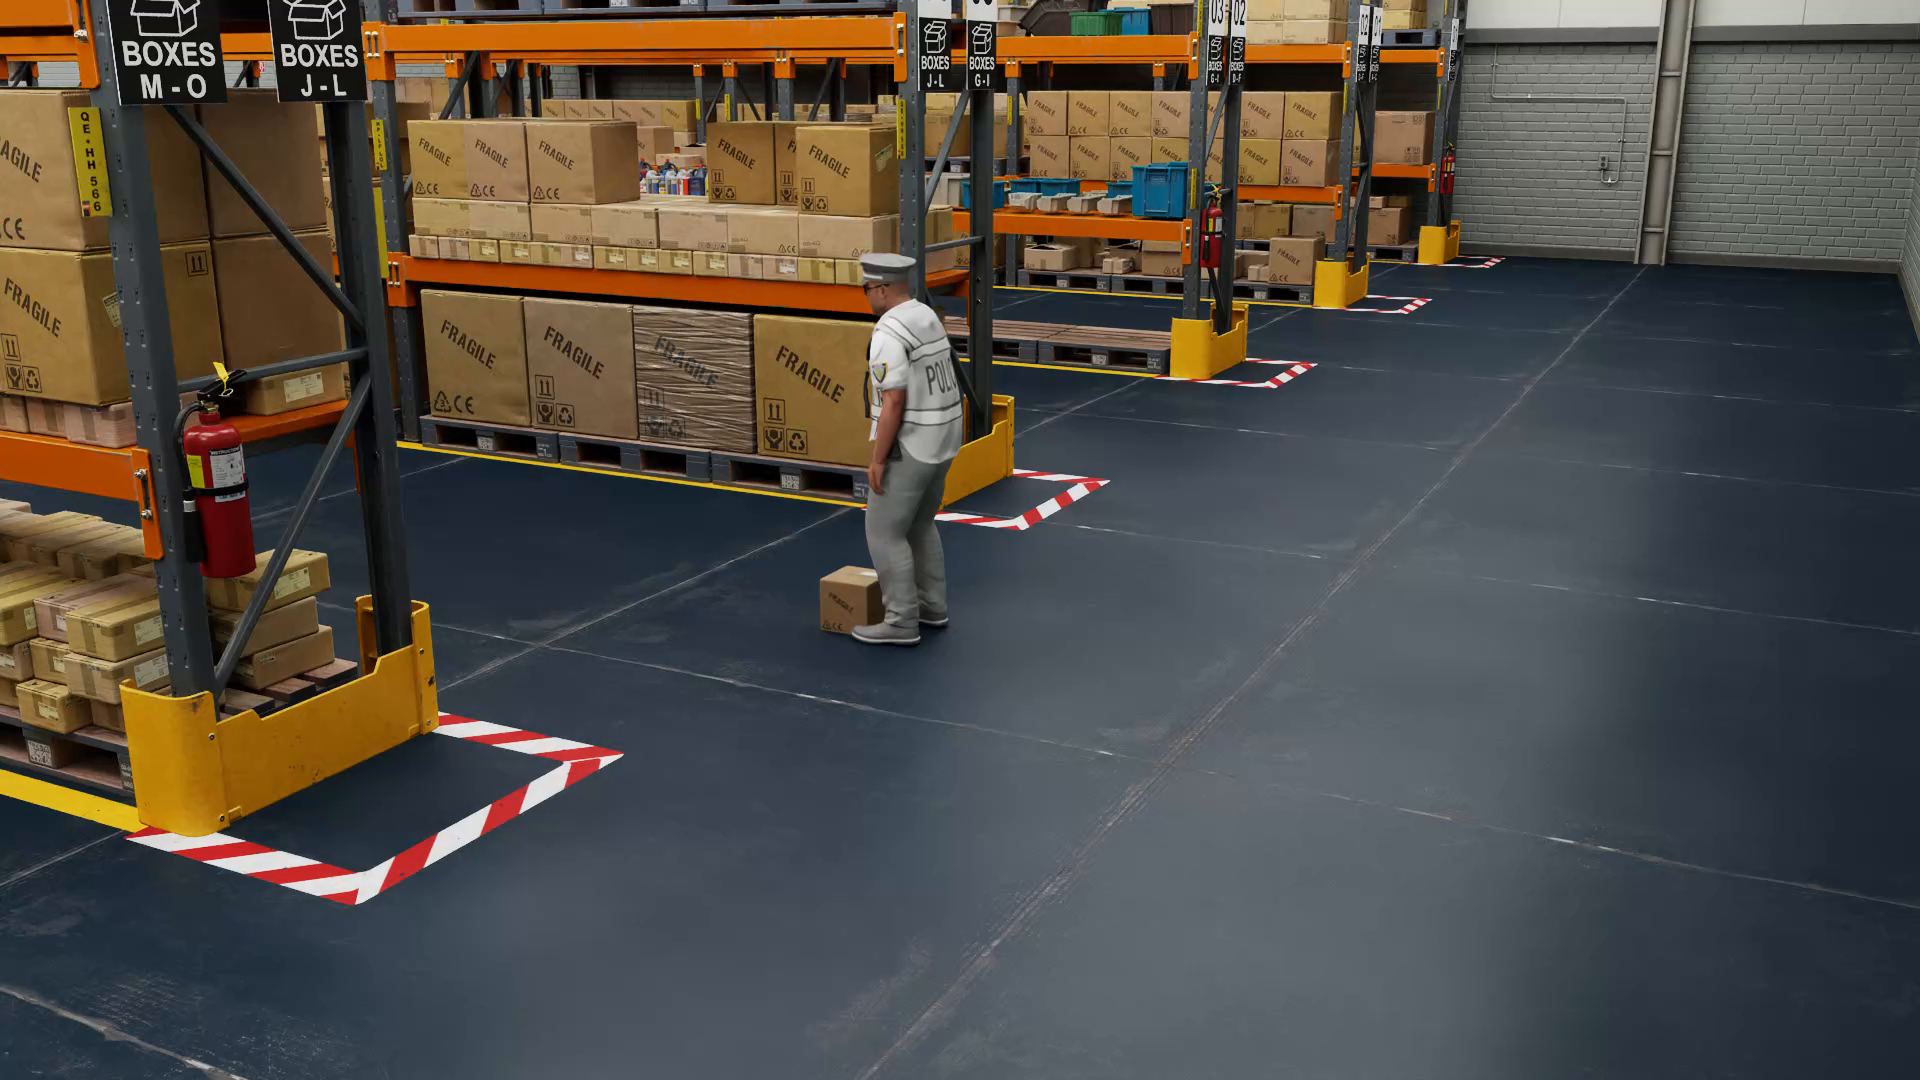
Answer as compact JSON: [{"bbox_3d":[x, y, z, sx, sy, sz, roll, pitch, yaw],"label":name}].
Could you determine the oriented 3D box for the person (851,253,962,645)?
[{"bbox_3d":[-0.233,-0.404,7.454,0.446,1.746,0.588,7,17,23],"label":"person"}]
